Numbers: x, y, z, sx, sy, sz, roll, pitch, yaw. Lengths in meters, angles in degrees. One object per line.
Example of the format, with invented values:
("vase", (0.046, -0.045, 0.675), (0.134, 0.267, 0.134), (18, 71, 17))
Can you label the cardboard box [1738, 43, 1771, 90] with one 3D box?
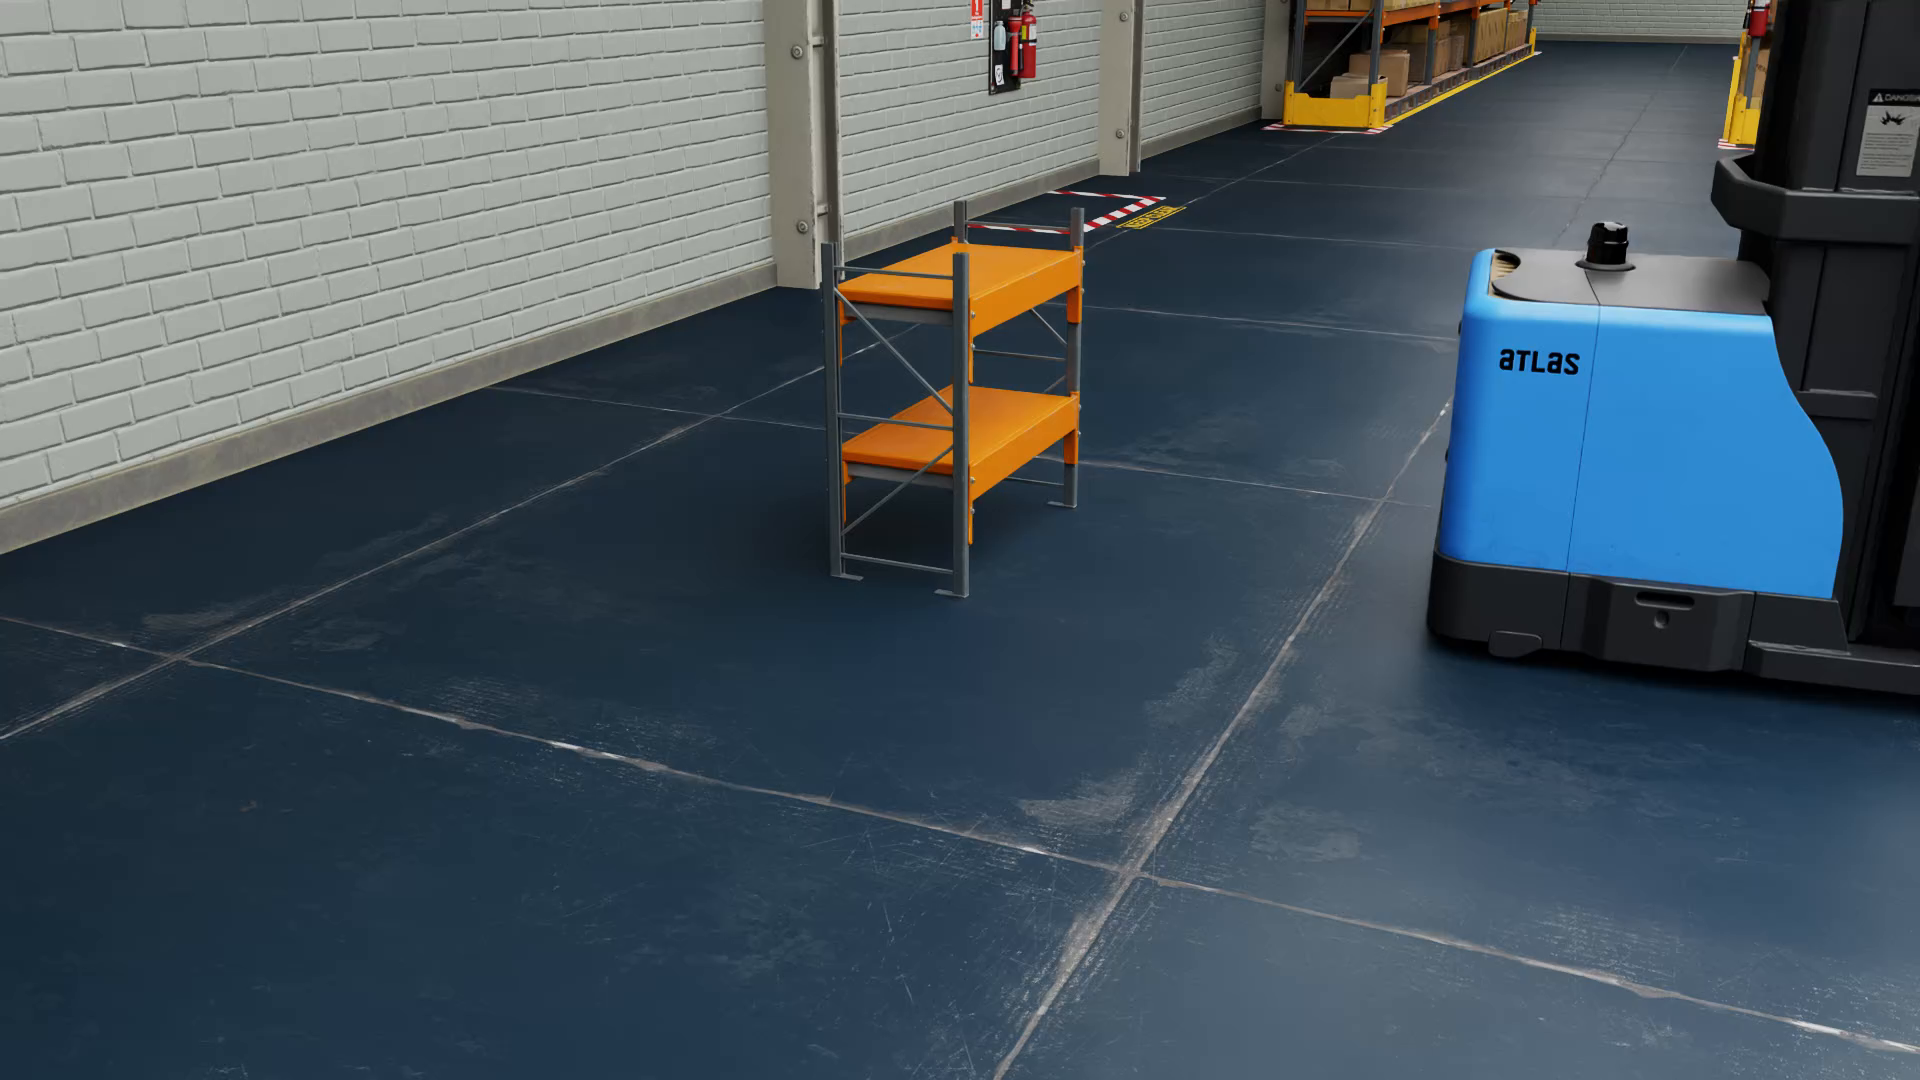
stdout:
("cardboard box", (9.322, -5.482, 19.265), (0.500, 0.500, 0.500), (9, 21, 23))

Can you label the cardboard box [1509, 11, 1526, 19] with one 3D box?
("cardboard box", (10.823, -10.239, 32.419), (0.380, 0.149, 0.250), (9, 22, 24))

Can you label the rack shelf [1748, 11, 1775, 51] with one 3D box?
("rack shelf", (9.796, -5.986, 19.398), (1.077, 0.370, 4.000), (9, 21, 23))

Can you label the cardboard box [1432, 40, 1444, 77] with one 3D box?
("cardboard box", (6.792, -7.187, 24.776), (0.700, 0.500, 0.500), (9, 21, 23))

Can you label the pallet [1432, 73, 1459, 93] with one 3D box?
("pallet", (6.910, -6.914, 25.095), (1.003, 0.211, 1.213), (9, 21, 23))

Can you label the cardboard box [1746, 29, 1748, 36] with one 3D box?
("cardboard box", (13.866, -8.625, 28.818), (0.500, 0.500, 0.500), (9, 21, 23))

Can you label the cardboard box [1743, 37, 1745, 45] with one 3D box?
("cardboard box", (14.843, -9.237, 30.911), (0.500, 0.250, 0.500), (9, 21, 23))

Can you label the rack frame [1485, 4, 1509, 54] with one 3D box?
("rack frame", (9.370, -10.061, 29.782), (1.000, 3.000, 0.127), (9, 21, 23))

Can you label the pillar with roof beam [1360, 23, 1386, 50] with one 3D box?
("pillar with roof beam", (10.339, -10.795, 22.894), (9.100, 9.000, 0.400), (9, 21, 23))

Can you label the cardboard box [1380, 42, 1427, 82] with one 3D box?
("cardboard box", (6.381, -6.872, 23.889), (0.700, 0.500, 0.500), (9, 22, 25))

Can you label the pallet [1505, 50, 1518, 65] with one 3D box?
("pallet", (9.753, -8.969, 30.872), (1.003, 0.211, 1.213), (9, 21, 23))

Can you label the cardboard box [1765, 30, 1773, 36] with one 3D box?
("cardboard box", (12.441, -7.878, 25.599), (0.500, 0.250, 0.500), (9, 22, 25))

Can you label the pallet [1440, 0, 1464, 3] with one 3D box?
("pallet", (6.540, -7.738, 23.538), (1.003, 0.211, 1.213), (9, 21, 23))

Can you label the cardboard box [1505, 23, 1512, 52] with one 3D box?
("cardboard box", (9.770, -9.295, 30.733), (0.700, 0.500, 0.500), (9, 21, 23))

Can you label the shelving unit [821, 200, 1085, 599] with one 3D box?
("shelving unit", (0.003, -0.532, 5.786), (0.538, 1.125, 1.048), (9, 21, 23))

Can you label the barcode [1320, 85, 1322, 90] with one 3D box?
("barcode", (4.464, -5.597, 20.572), (0.001, 0.075, 0.075), (9, 21, 23))

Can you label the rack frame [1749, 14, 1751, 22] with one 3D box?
("rack frame", (15.529, -10.605, 31.312), (1.000, 3.000, 0.127), (9, 21, 23))

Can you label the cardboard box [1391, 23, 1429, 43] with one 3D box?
("cardboard box", (6.558, -7.360, 24.144), (0.500, 0.250, 0.500), (8, 21, 22))

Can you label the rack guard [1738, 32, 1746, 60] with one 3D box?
("rack guard", (15.498, -9.404, 31.665), (1.175, 0.500, 0.348), (9, 21, 23))

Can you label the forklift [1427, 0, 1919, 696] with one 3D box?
("forklift", (2.988, -1.041, 4.522), (3.031, 2.935, 1.130), (6, 20, 17))

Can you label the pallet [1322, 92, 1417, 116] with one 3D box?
("pallet", (5.354, -5.717, 21.729), (1.003, 0.211, 1.213), (9, 21, 23))

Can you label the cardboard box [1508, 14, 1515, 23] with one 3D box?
("cardboard box", (10.077, -9.681, 30.849), (0.380, 0.149, 0.250), (9, 22, 25))

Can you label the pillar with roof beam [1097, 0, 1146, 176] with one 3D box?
("pillar with roof beam", (5.425, -7.127, 12.579), (9.100, 9.000, 0.400), (9, 21, 23))

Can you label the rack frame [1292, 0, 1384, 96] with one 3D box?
("rack frame", (4.457, -6.392, 19.467), (1.000, 3.000, 0.127), (9, 21, 23))

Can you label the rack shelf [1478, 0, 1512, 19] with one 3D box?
("rack shelf", (8.551, -9.110, 28.183), (1.077, 0.370, 4.000), (9, 21, 23))

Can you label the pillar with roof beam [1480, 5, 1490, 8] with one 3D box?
("pillar with roof beam", (15.252, -14.463, 33.208), (9.100, 9.000, 0.400), (9, 21, 23))

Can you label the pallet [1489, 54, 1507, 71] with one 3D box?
("pallet", (9.123, -8.501, 29.557), (1.003, 0.211, 1.213), (9, 21, 23))

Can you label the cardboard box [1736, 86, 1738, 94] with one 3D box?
("cardboard box", (9.730, -5.435, 20.250), (0.500, 0.250, 0.500), (9, 21, 23))

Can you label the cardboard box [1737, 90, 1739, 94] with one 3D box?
("cardboard box", (9.121, -4.975, 18.959), (0.500, 0.250, 0.500), (9, 21, 23))

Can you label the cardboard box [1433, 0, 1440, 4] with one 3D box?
("cardboard box", (6.177, -7.368, 22.403), (0.500, 0.250, 0.500), (9, 21, 23))

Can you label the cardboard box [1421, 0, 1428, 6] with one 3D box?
("cardboard box", (5.774, -7.061, 21.539), (0.500, 0.250, 0.500), (8, 21, 22))

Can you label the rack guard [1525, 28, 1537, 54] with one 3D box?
("rack guard", (11.018, -10.113, 33.659), (1.175, 0.500, 0.348), (9, 21, 23))

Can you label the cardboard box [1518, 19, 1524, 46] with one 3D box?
("cardboard box", (10.608, -9.923, 32.498), (0.700, 0.500, 0.500), (8, 21, 23))

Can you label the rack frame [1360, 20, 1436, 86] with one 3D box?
("rack frame", (6.095, -7.615, 22.905), (1.000, 3.000, 0.127), (9, 21, 23))

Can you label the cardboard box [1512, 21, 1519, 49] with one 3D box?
("cardboard box", (10.191, -9.605, 31.604), (0.700, 0.500, 0.500), (9, 22, 24))

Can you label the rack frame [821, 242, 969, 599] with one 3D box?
("rack frame", (-0.205, -0.377, 5.349), (0.500, 1.125, 0.032), (9, 21, 23))

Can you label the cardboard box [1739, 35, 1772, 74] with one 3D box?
("cardboard box", (10.140, -6.093, 20.984), (0.500, 0.500, 0.500), (9, 21, 23))

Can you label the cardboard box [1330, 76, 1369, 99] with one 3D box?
("cardboard box", (4.822, -5.532, 20.404), (0.500, 0.311, 0.500), (6, 20, 17))

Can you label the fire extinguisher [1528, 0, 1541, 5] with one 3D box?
("fire extinguisher", (11.491, -11.054, 33.247), (0.296, 0.674, 0.183), (9, 21, 23))

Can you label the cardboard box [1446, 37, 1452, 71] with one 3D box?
("cardboard box", (7.168, -7.499, 25.652), (0.700, 0.500, 0.500), (9, 21, 23))

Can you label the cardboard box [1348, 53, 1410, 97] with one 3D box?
("cardboard box", (5.401, -6.013, 21.473), (0.700, 0.500, 0.500), (7, 21, 19))

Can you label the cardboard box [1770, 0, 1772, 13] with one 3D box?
("cardboard box", (9.812, -6.376, 19.270), (0.700, 0.500, 0.500), (9, 22, 24))

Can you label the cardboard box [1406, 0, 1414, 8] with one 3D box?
("cardboard box", (5.360, -6.752, 20.673), (0.500, 0.250, 0.500), (8, 21, 22))

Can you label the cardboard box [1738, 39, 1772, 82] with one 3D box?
("cardboard box", (9.730, -5.788, 20.124), (0.500, 0.500, 0.500), (9, 21, 23))

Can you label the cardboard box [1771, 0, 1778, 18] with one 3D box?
("cardboard box", (9.180, -5.902, 17.938), (0.700, 0.500, 0.500), (9, 21, 23))

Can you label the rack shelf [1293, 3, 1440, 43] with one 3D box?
("rack shelf", (5.276, -6.665, 21.307), (1.077, 0.370, 4.000), (9, 21, 23))

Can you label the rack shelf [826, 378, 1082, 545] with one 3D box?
("rack shelf", (0.003, -0.302, 5.868), (0.538, 0.278, 1.000), (9, 21, 23))

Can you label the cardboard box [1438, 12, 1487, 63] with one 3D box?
("cardboard box", (8.153, -8.230, 27.215), (0.750, 0.750, 0.750), (8, 21, 22))

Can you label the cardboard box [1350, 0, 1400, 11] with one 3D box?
("cardboard box", (4.946, -6.437, 19.786), (0.500, 0.250, 0.500), (8, 21, 21))

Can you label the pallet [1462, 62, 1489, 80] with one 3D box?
("pallet", (8.124, -7.755, 27.459), (1.003, 0.211, 1.213), (9, 21, 23))

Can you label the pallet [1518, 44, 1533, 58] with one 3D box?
("pallet", (10.752, -9.714, 32.970), (1.003, 0.211, 1.213), (9, 21, 23))

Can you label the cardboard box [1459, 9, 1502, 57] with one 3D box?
("cardboard box", (8.862, -8.757, 28.697), (0.750, 0.750, 0.750), (9, 22, 24))

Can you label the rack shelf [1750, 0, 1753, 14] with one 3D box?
("rack shelf", (13.072, -8.432, 26.275), (1.077, 0.370, 4.000), (9, 21, 23))

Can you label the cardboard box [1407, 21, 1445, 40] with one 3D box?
("cardboard box", (6.989, -7.670, 25.014), (0.500, 0.250, 0.500), (8, 21, 22))
